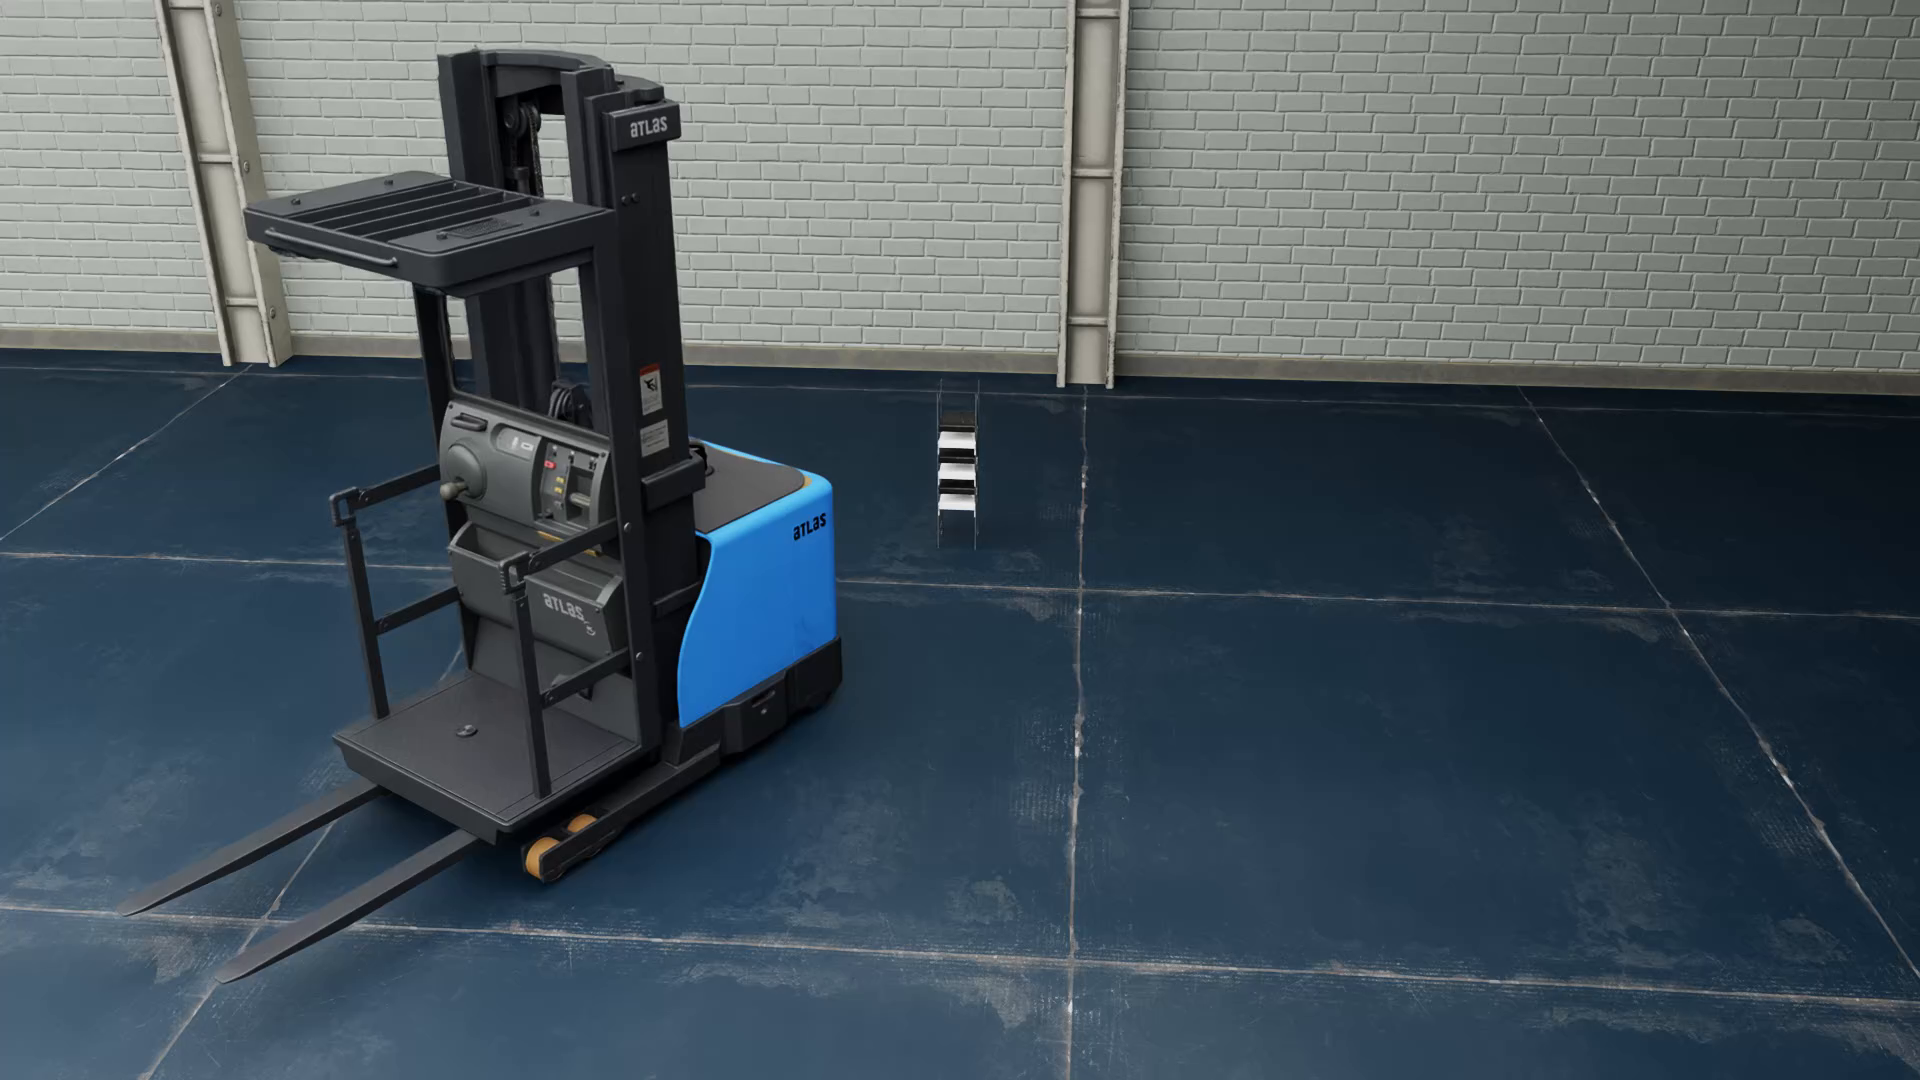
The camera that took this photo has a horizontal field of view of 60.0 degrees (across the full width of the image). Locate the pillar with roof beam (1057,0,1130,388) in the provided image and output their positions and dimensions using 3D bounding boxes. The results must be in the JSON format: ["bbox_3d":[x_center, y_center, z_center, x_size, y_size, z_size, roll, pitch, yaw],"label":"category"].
[{"bbox_3d":[0.553,-3.416,5.908,0.400,9.000,9.100,2,25,4],"label":"pillar with roof beam"}]

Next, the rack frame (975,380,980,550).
[{"bbox_3d":[0.093,-0.406,9.055,0.006,0.900,0.240,2,25,4],"label":"rack frame"}]

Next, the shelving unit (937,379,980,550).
[{"bbox_3d":[-0.008,-0.409,9.062,0.210,0.900,0.258,2,25,4],"label":"shelving unit"}]

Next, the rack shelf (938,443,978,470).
[{"bbox_3d":[-0.008,-0.461,9.039,0.200,0.077,0.258,2,25,4],"label":"rack shelf"}]

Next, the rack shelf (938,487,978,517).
[{"bbox_3d":[-0.008,-0.215,9.152,0.200,0.077,0.258,2,25,4],"label":"rack shelf"}]

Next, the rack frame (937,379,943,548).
[{"bbox_3d":[-0.109,-0.412,9.070,0.006,0.900,0.240,2,25,4],"label":"rack frame"}]

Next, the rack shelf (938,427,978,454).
[{"bbox_3d":[-0.008,-0.542,9.001,0.200,0.077,0.258,2,25,4],"label":"rack shelf"}]

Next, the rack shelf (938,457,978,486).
[{"bbox_3d":[-0.008,-0.379,9.076,0.200,0.077,0.258,2,25,4],"label":"rack shelf"}]

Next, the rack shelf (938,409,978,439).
[{"bbox_3d":[-0.008,-0.624,8.964,0.200,0.077,0.258,2,25,4],"label":"rack shelf"}]

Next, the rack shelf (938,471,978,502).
[{"bbox_3d":[-0.008,-0.297,9.114,0.200,0.077,0.258,2,25,4],"label":"rack shelf"}]

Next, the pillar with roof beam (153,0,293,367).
[{"bbox_3d":[-5.429,-3.608,6.326,0.400,9.000,9.100,2,25,4],"label":"pillar with roof beam"}]

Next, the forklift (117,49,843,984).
[{"bbox_3d":[-1.819,-0.249,6.286,1.130,2.935,3.031,17,30,33],"label":"forklift"}]
